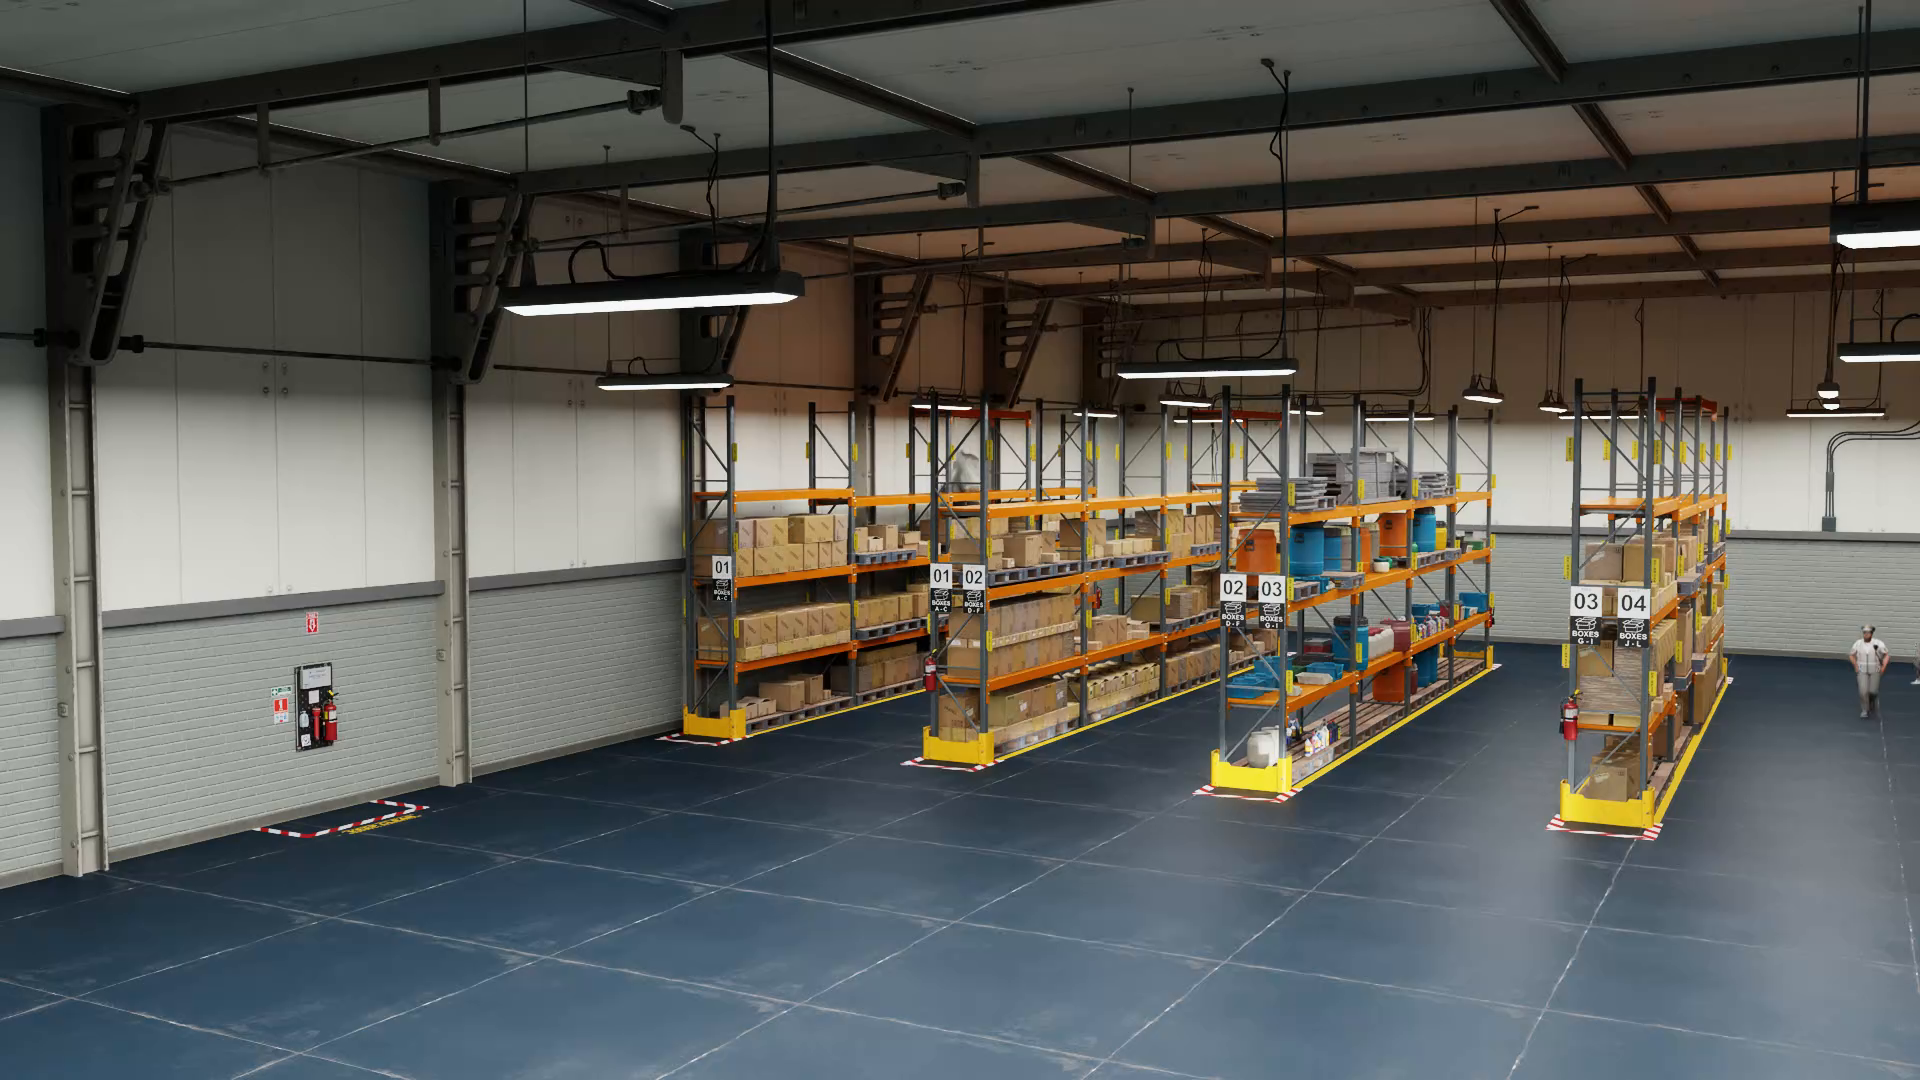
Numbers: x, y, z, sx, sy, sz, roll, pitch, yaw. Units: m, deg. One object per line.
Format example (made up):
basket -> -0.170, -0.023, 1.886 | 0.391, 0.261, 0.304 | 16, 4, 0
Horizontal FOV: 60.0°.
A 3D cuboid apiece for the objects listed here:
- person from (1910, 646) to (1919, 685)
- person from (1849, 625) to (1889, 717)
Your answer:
person -> 20.663, 2.390, 35.572 | 0.583, 1.526, 0.630 | 2, 4, 34
person -> 17.216, 2.479, 31.513 | 0.666, 1.752, 0.550 | 2, 4, 33
